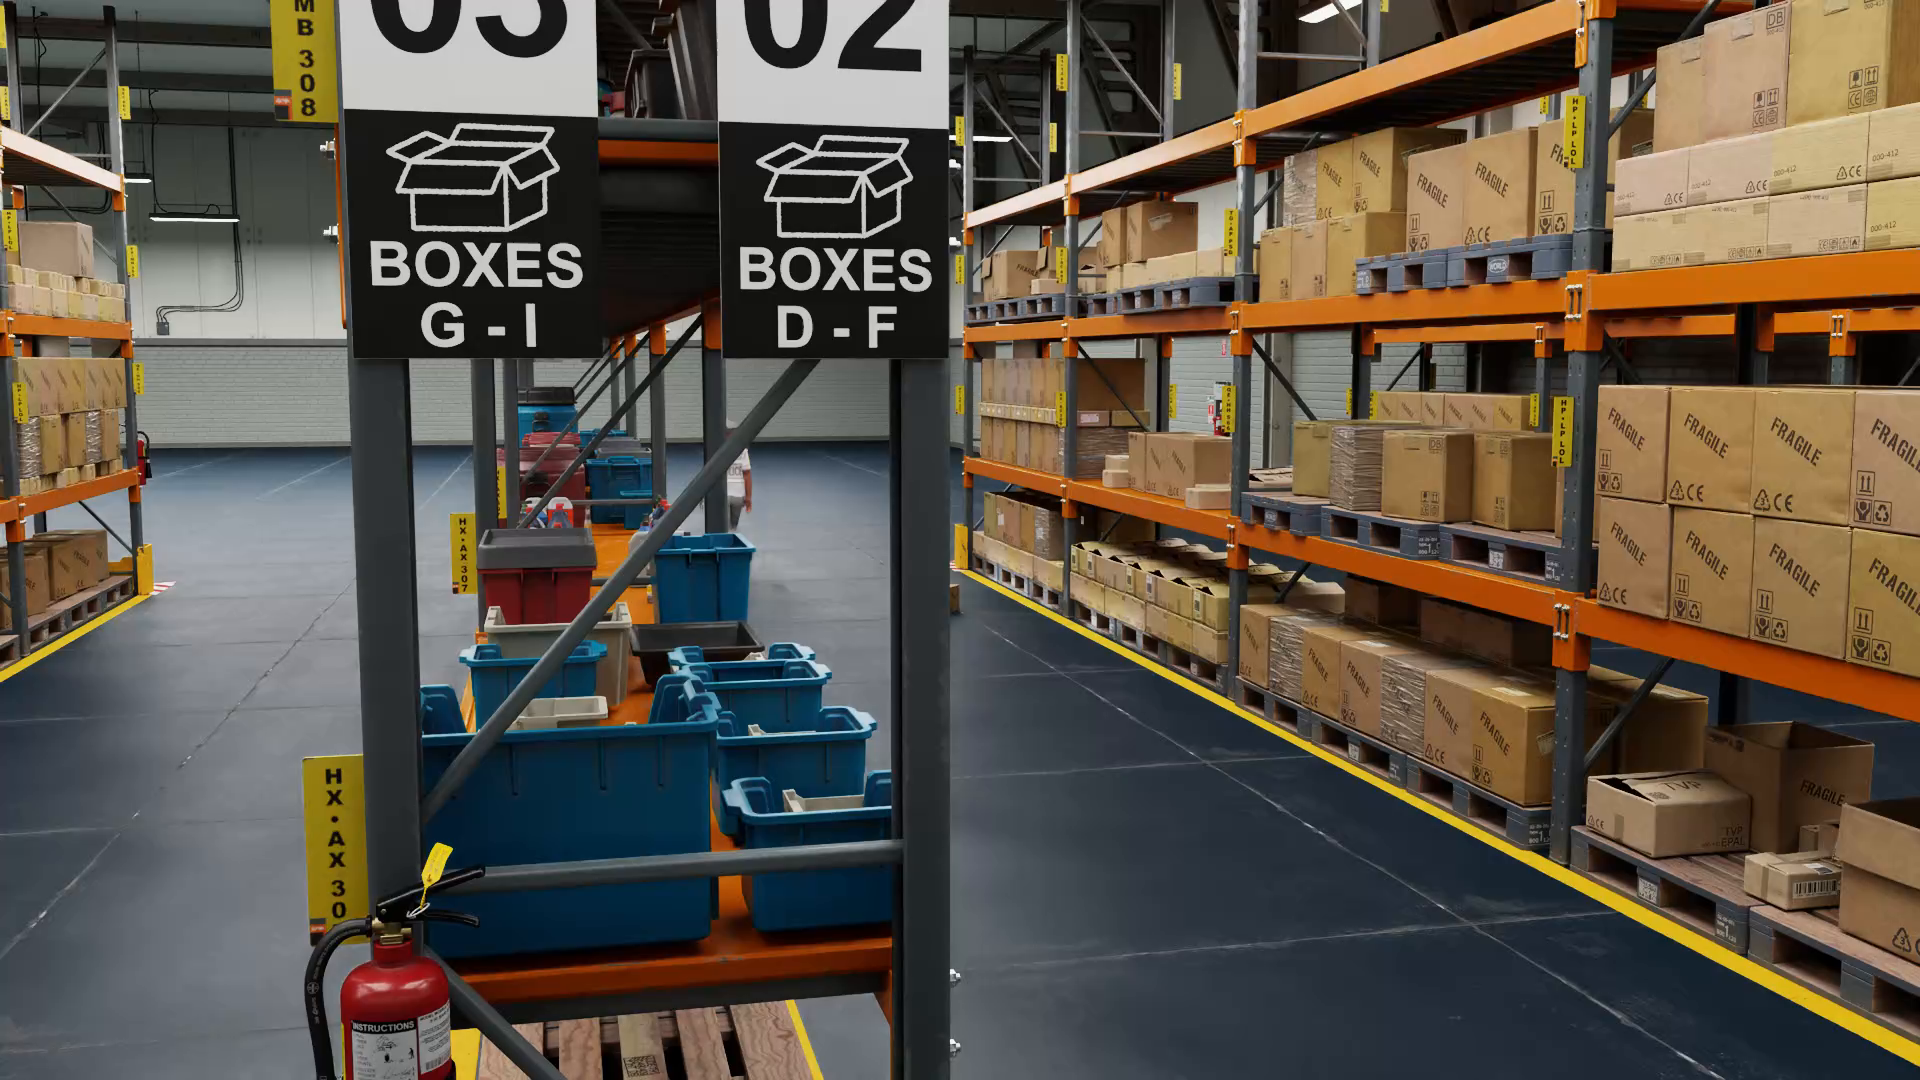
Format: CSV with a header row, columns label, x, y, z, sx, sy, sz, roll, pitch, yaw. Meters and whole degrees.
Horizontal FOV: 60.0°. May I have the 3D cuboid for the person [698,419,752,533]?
label,x,y,z,sx,sy,sz,roll,pitch,yaw
person,-2.684,-0.453,18.784,0.546,1.840,0.718,-5,8,-37
